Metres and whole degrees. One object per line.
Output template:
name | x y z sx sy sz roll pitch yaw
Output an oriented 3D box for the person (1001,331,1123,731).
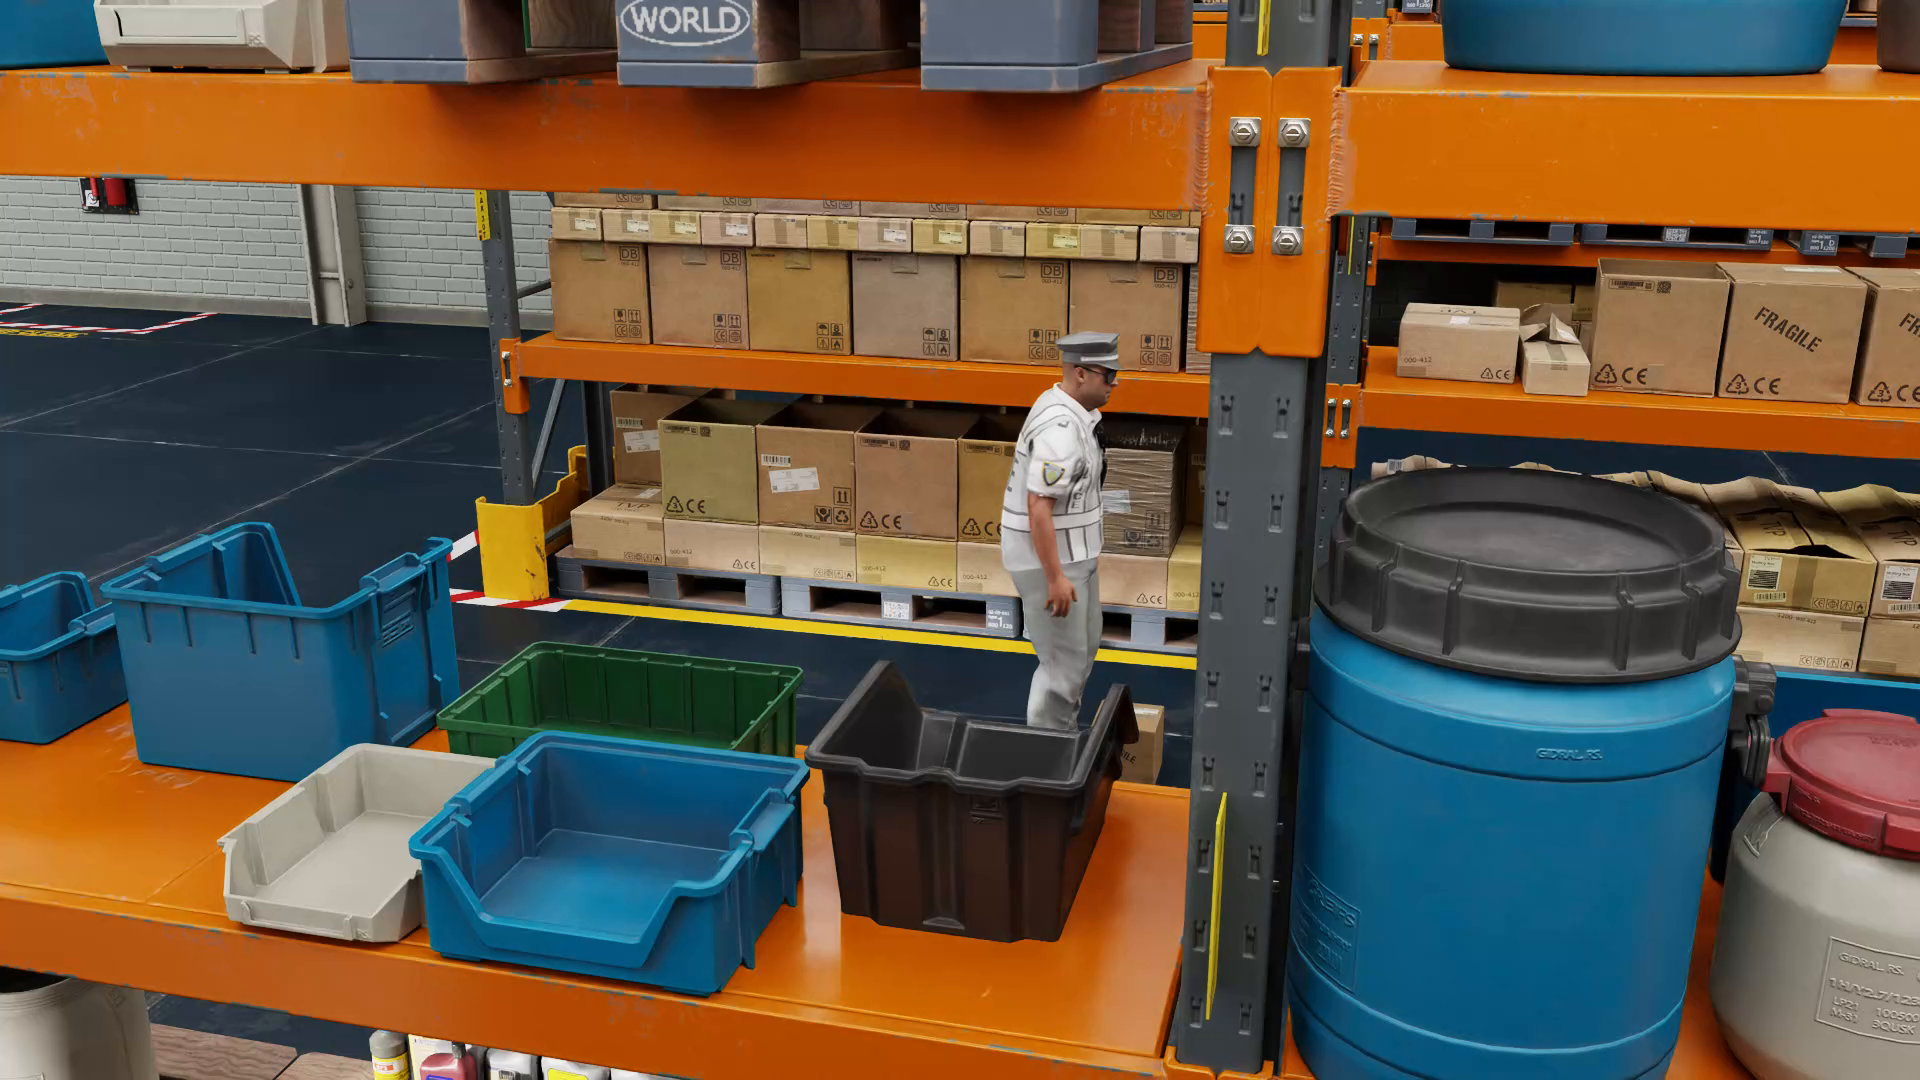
person | 0.385 0.071 6.328 0.439 1.747 0.585 5 19 14
